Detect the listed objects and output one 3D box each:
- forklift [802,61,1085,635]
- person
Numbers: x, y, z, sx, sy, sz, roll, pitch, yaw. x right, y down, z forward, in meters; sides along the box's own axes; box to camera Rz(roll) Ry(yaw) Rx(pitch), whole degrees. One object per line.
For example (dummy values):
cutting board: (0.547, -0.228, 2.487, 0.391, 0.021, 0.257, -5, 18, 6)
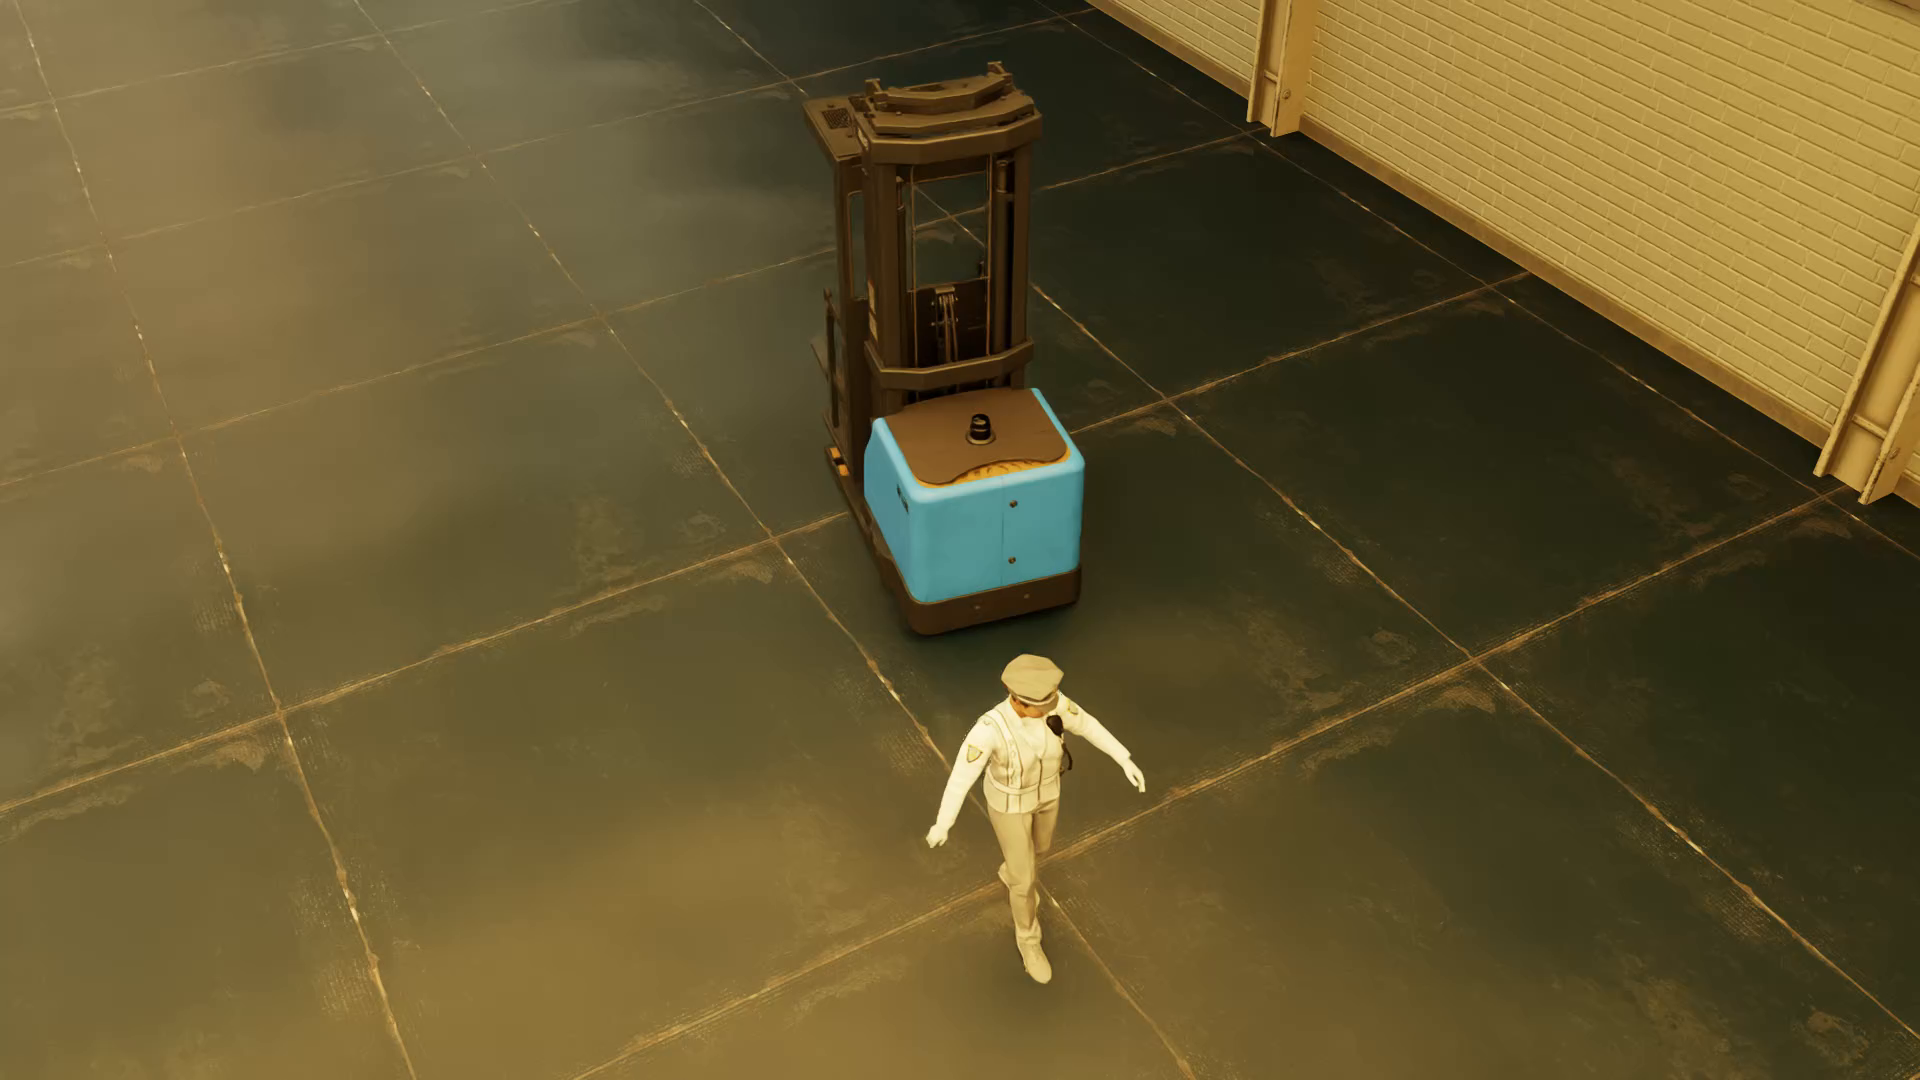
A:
forklift: (-0.244, -1.530, 9.881, 1.130, 2.935, 3.031, -12, 41, -14)
person: (0.322, 1.252, 7.566, 0.919, 1.667, 0.660, -23, 45, -25)
